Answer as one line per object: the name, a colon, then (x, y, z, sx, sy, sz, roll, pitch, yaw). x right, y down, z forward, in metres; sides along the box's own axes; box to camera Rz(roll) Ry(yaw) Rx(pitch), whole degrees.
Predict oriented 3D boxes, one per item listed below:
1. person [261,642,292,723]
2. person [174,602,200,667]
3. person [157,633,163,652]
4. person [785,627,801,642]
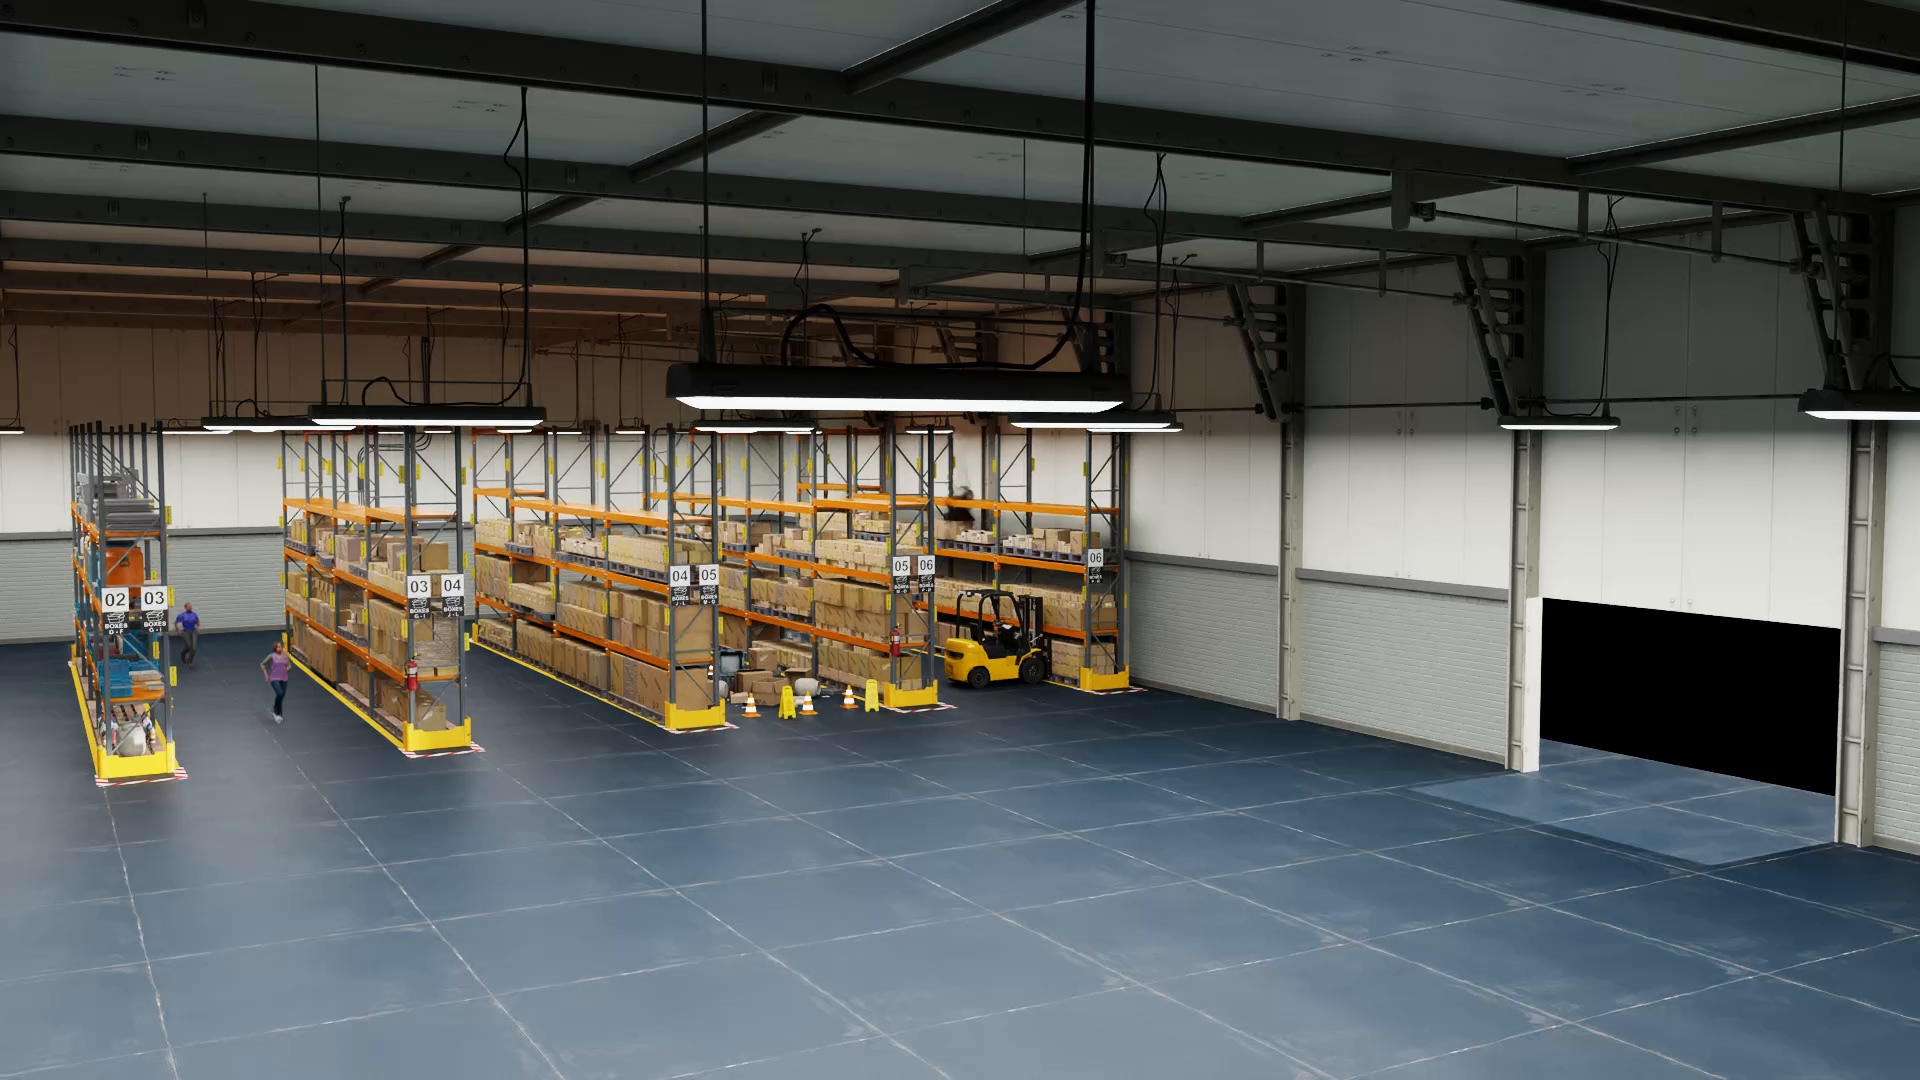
person: (-13.704, 2.857, 33.437, 0.694, 1.630, 0.503, 3, 5, 40)
person: (-19.167, 2.361, 41.363, 0.554, 1.609, 0.579, 3, 5, 44)
person: (-21.375, 2.137, 44.075, 0.631, 1.737, 0.705, -1, 4, -15)
person: (-4.490, 2.079, 44.697, 0.662, 1.782, 0.644, -2, 4, -31)
